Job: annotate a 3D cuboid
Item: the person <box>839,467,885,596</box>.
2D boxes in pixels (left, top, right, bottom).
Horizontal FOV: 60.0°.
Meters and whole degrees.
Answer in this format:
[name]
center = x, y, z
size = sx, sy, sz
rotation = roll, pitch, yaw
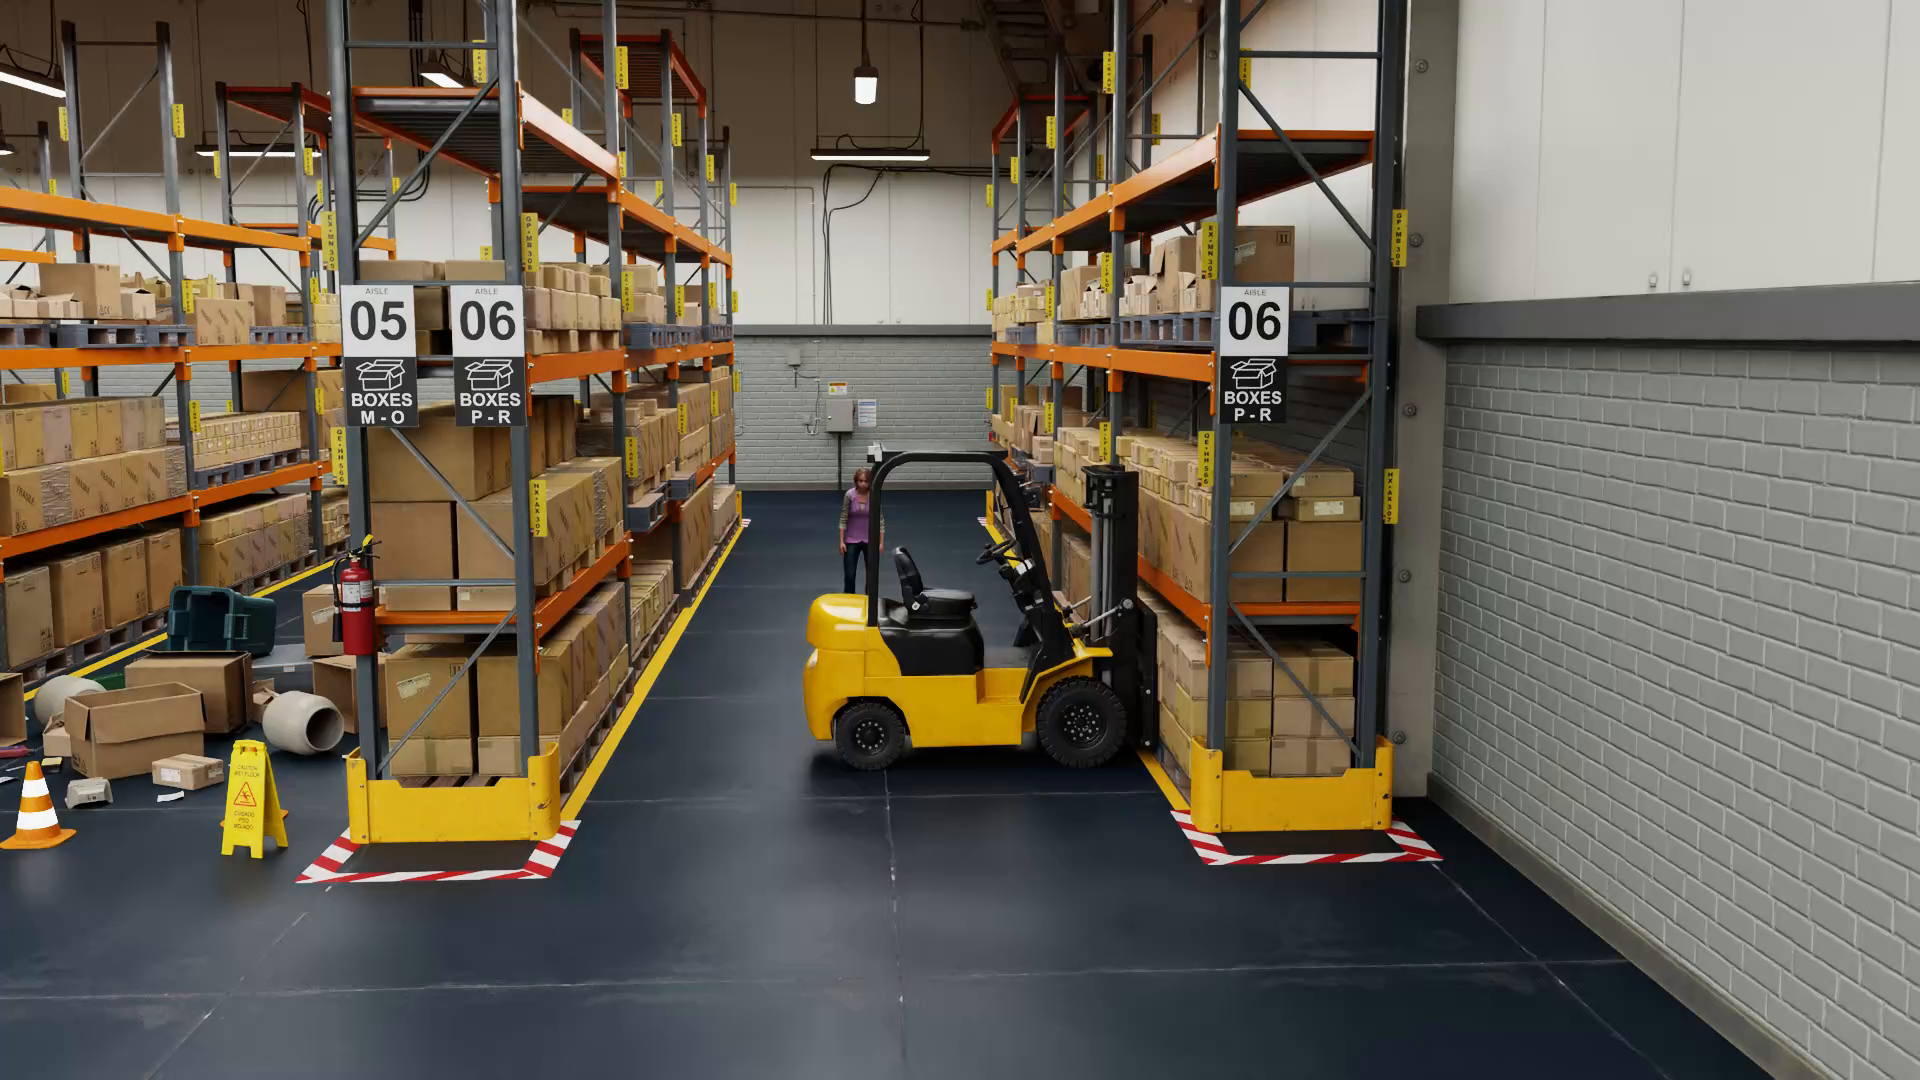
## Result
[person]
center = -0.997, 0.053, 16.881
size = 0.472, 1.592, 0.350
rotation = -1, 7, -5
